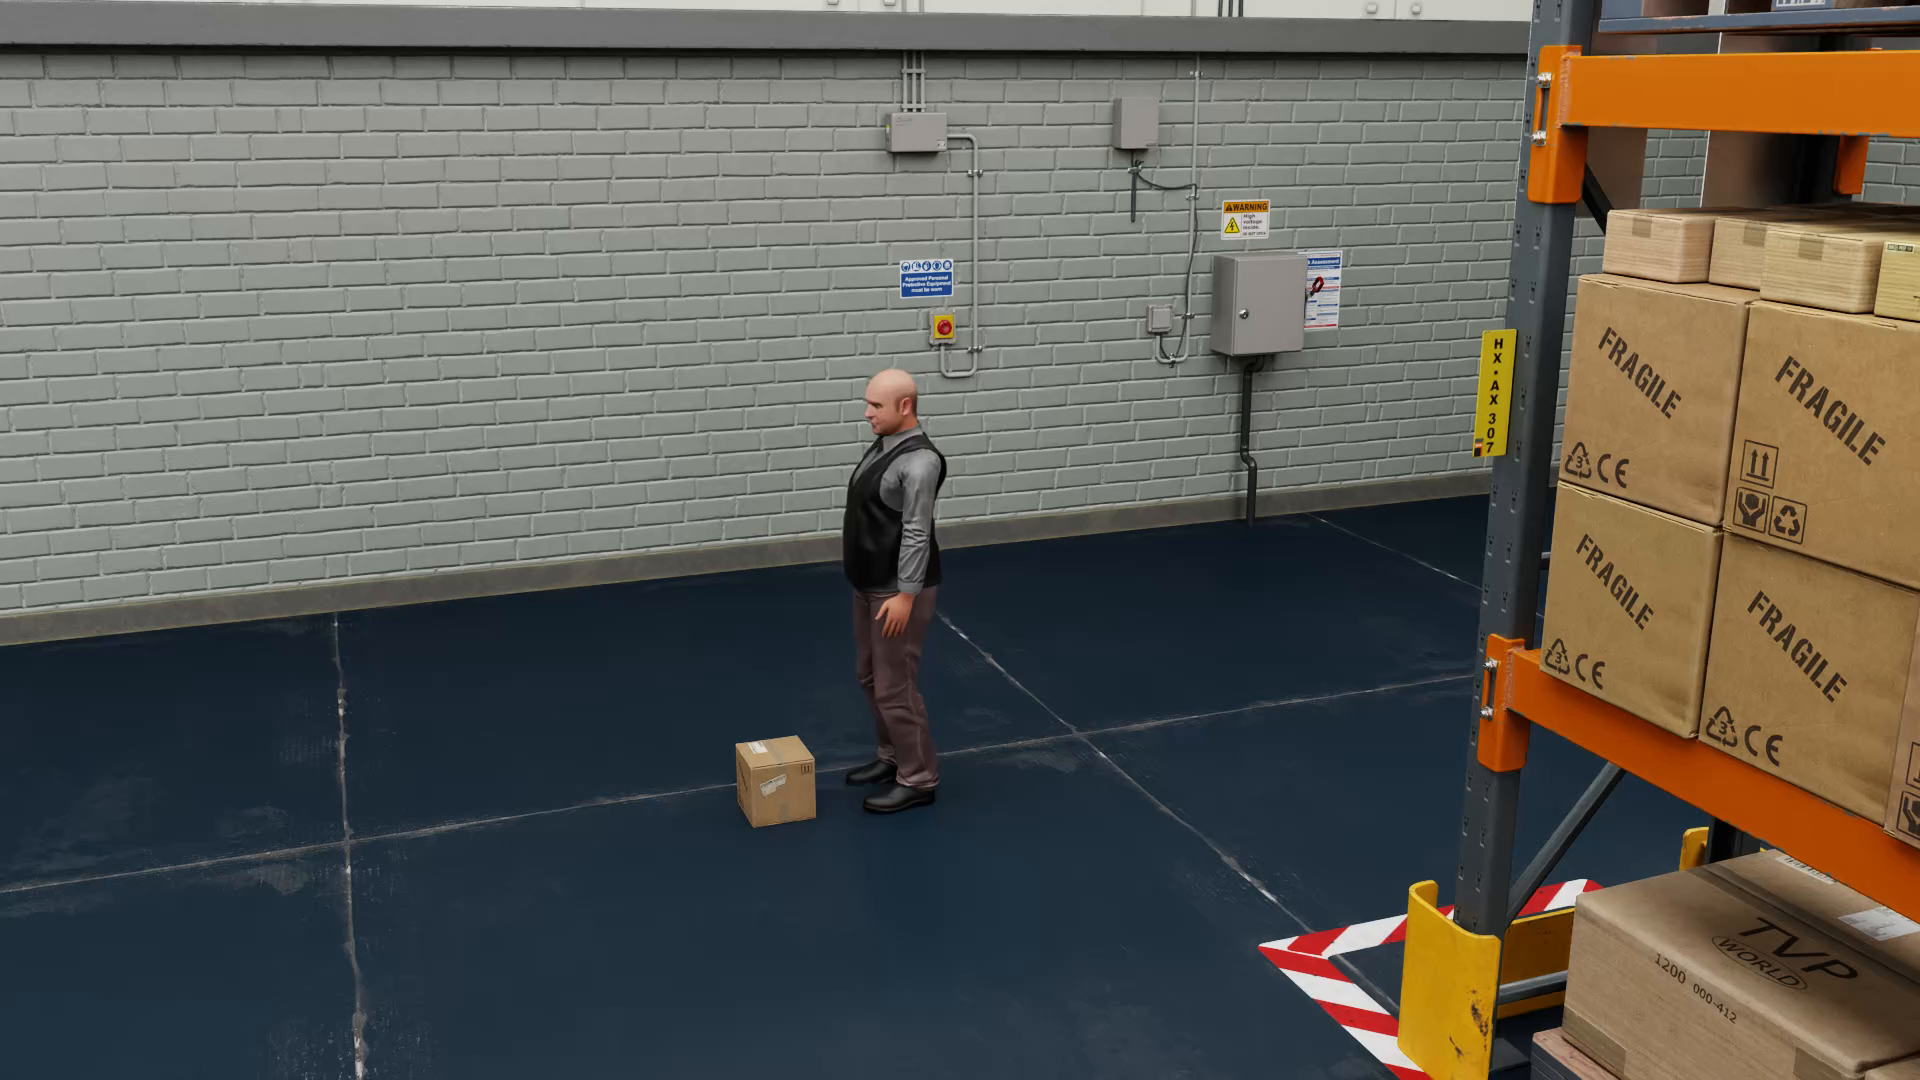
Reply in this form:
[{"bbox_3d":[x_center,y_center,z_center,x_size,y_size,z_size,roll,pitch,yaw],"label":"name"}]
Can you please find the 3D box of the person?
[{"bbox_3d":[-0.260,0.193,6.399,0.353,1.718,0.533,-5,16,-19],"label":"person"}]
